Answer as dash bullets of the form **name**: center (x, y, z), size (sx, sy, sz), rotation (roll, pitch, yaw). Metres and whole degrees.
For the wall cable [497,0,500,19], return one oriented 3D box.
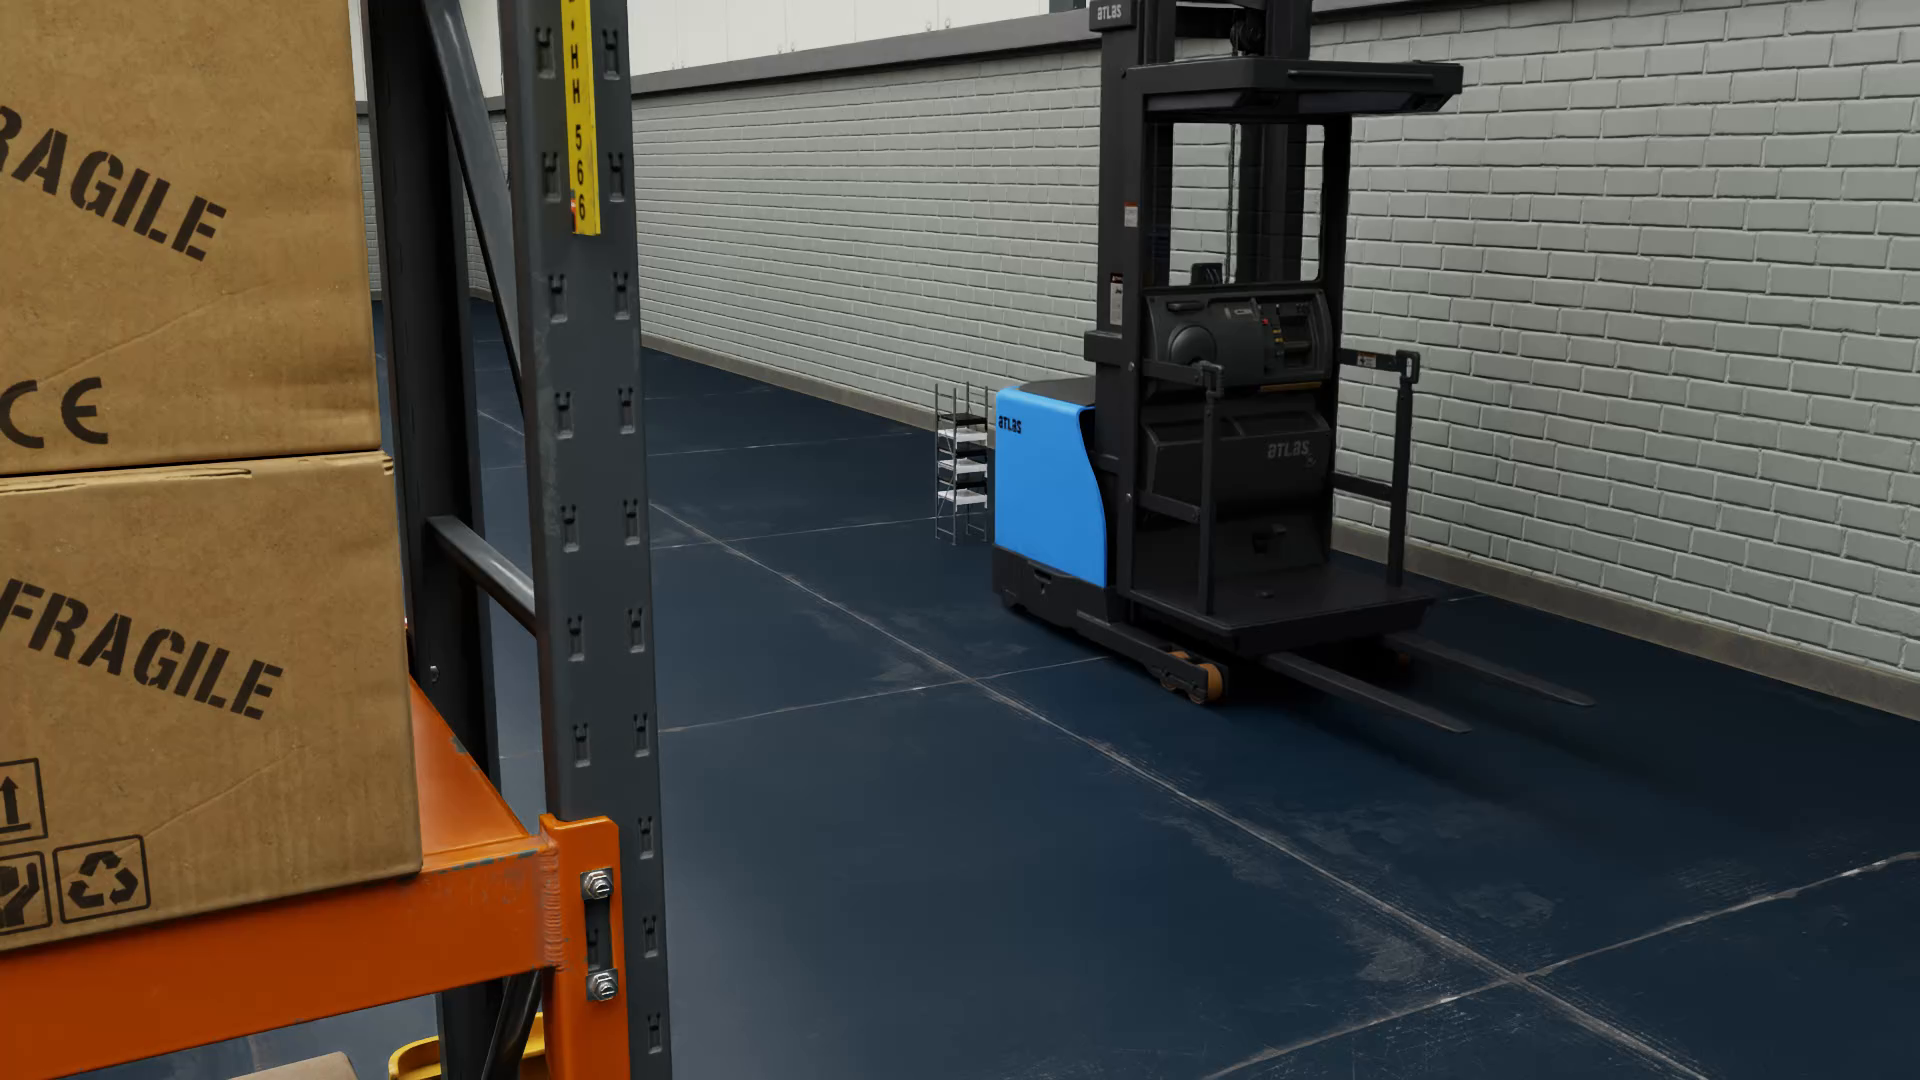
- **wall cable**: center (-6.104, -8.581, 22.814), size (0.112, 2.526, 3.097), rotation (-7, 14, -28)

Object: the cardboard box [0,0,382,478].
- **cardboard box**: center (-0.977, -0.367, 1.904), size (0.500, 0.500, 0.500), rotation (-6, 14, -26)

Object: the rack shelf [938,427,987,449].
- **rack shelf**: center (0.007, -0.583, 9.482), size (0.200, 0.077, 0.258), rotation (-7, 14, -28)

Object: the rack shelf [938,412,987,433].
- **rack shelf**: center (0.007, -0.671, 9.462), size (0.200, 0.077, 0.258), rotation (-7, 14, -28)

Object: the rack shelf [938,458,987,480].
- **rack shelf**: center (0.007, -0.407, 9.521), size (0.200, 0.077, 0.258), rotation (-7, 14, -28)

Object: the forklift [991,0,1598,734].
- **forklift**: center (1.291, -0.883, 6.856), size (1.130, 2.935, 3.031), rotation (-7, 14, -27)

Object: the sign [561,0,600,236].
- **sign**: center (-0.420, -0.502, 1.829), size (0.005, 0.325, 0.100), rotation (-7, 14, -28)

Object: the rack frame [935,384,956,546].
- **rack frame**: center (-0.082, -0.429, 9.467), size (0.006, 0.900, 0.240), rotation (-7, 14, -28)

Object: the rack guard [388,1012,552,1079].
- **rack guard**: center (-0.647, 1.290, 2.739), size (0.348, 0.500, 1.175), rotation (-7, 14, -28)

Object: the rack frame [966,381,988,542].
- **rack frame**: center (0.096, -0.451, 9.562), size (0.006, 0.900, 0.240), rotation (-7, 14, -28)

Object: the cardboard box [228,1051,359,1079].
- **cardboard box**: center (-1.199, 1.207, 2.295), size (0.875, 0.438, 0.875), rotation (-7, 15, -30)

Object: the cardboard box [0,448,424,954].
- **cardboard box**: center (-0.964, 0.126, 1.991), size (0.500, 0.500, 0.500), rotation (-7, 14, -28)

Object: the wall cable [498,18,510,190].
- **wall cable**: center (-7.401, -6.639, 25.685), size (0.112, 2.526, 3.097), rotation (-7, 14, -28)

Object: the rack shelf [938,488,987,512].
- **rack shelf**: center (0.007, -0.232, 9.561), size (0.200, 0.077, 0.258), rotation (-7, 14, -28)

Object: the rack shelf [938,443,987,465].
- **rack shelf**: center (0.007, -0.495, 9.502), size (0.200, 0.077, 0.258), rotation (-7, 14, -28)

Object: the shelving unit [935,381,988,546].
- **shelving unit**: center (0.007, -0.440, 9.514), size (0.210, 0.900, 0.258), rotation (-7, 14, -28)

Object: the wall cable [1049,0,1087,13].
- **wall cable**: center (1.198, -6.264, 9.620), size (0.120, 5.999, 2.277), rotation (-7, 14, -28)

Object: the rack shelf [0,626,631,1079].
- **rack shelf**: center (-2.423, 0.634, 1.598), size (4.000, 0.370, 1.077), rotation (-7, 14, -28)

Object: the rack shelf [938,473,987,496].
- **rack shelf**: center (0.007, -0.320, 9.541), size (0.200, 0.077, 0.258), rotation (-7, 14, -28)
